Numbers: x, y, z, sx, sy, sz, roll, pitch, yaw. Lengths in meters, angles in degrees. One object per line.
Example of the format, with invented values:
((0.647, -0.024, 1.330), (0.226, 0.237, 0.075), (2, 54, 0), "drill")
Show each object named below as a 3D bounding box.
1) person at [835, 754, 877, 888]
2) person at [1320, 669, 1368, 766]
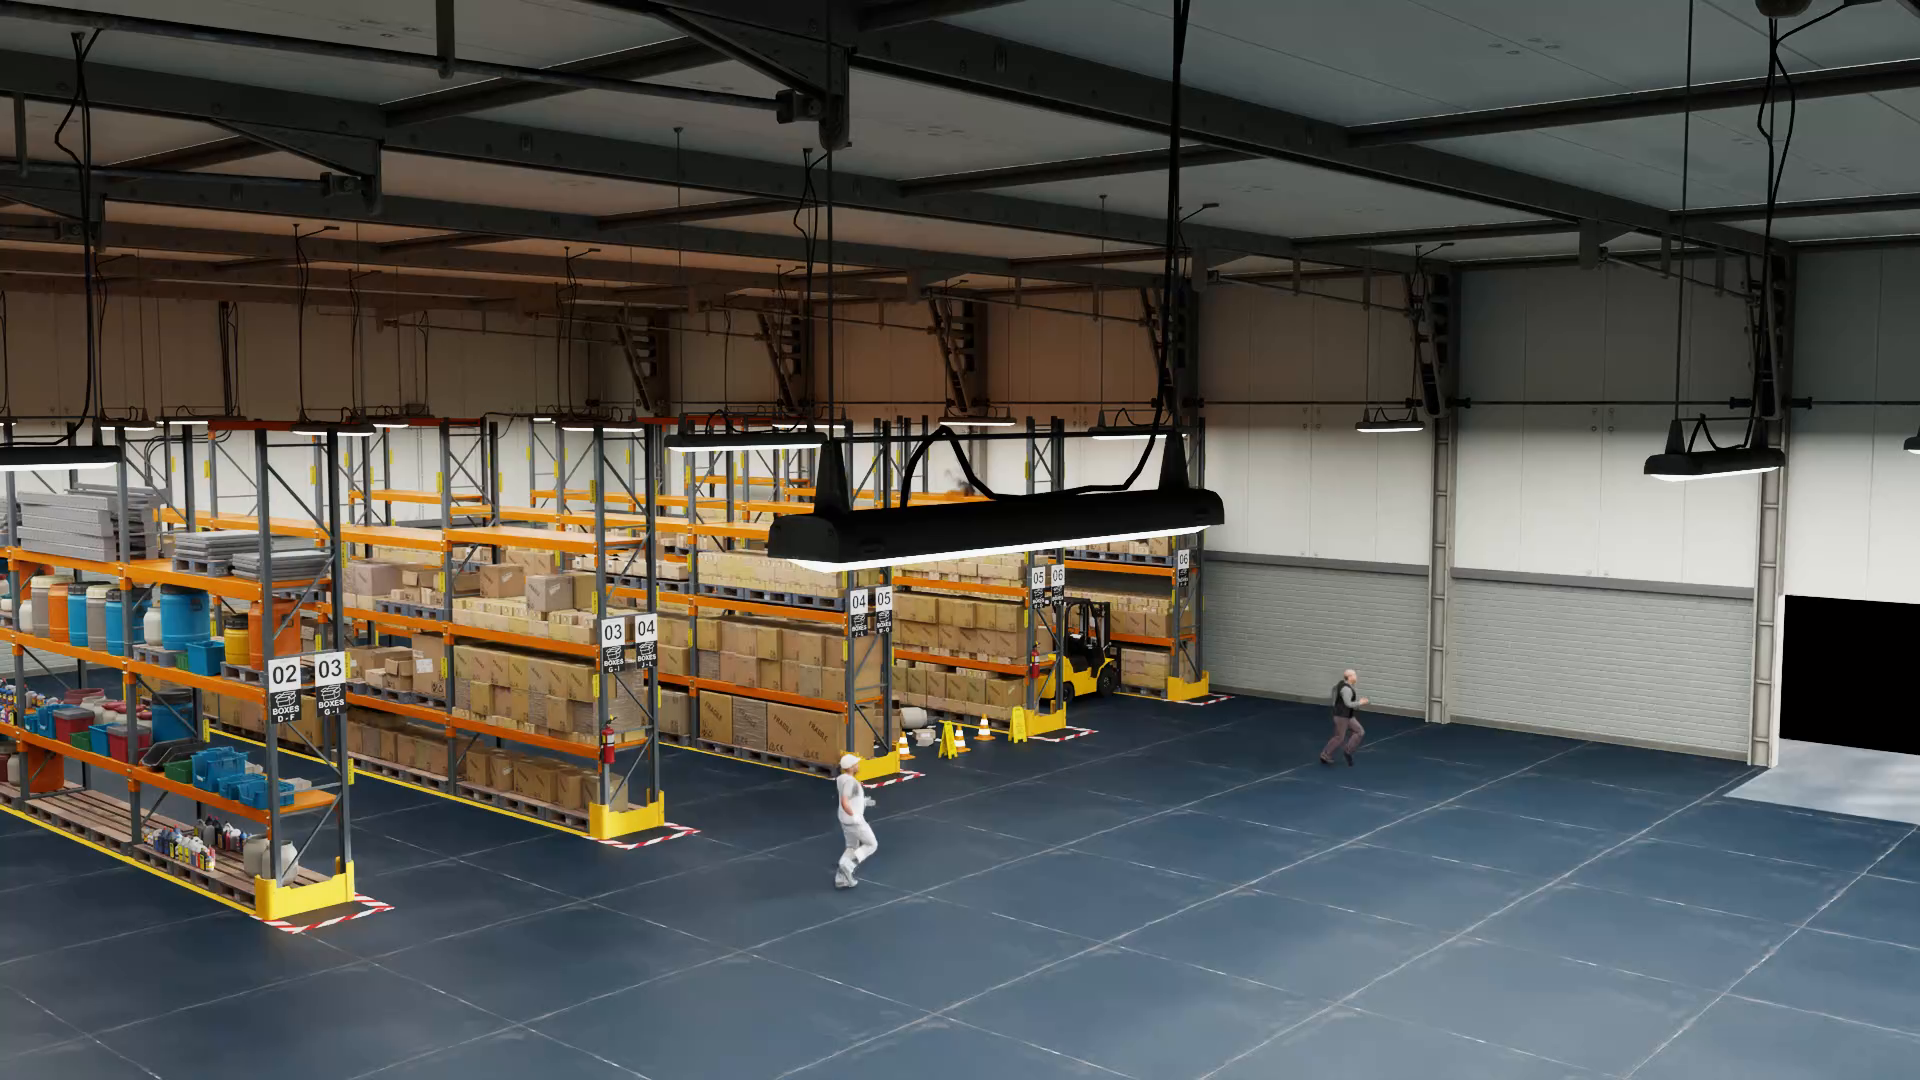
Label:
((-1.348, 3.646, 21.664), (0.603, 1.739, 0.664), (-2, 5, -23), "person")
((6.657, 3.081, 28.805), (0.808, 1.713, 0.682), (1, 5, 15), "person")
